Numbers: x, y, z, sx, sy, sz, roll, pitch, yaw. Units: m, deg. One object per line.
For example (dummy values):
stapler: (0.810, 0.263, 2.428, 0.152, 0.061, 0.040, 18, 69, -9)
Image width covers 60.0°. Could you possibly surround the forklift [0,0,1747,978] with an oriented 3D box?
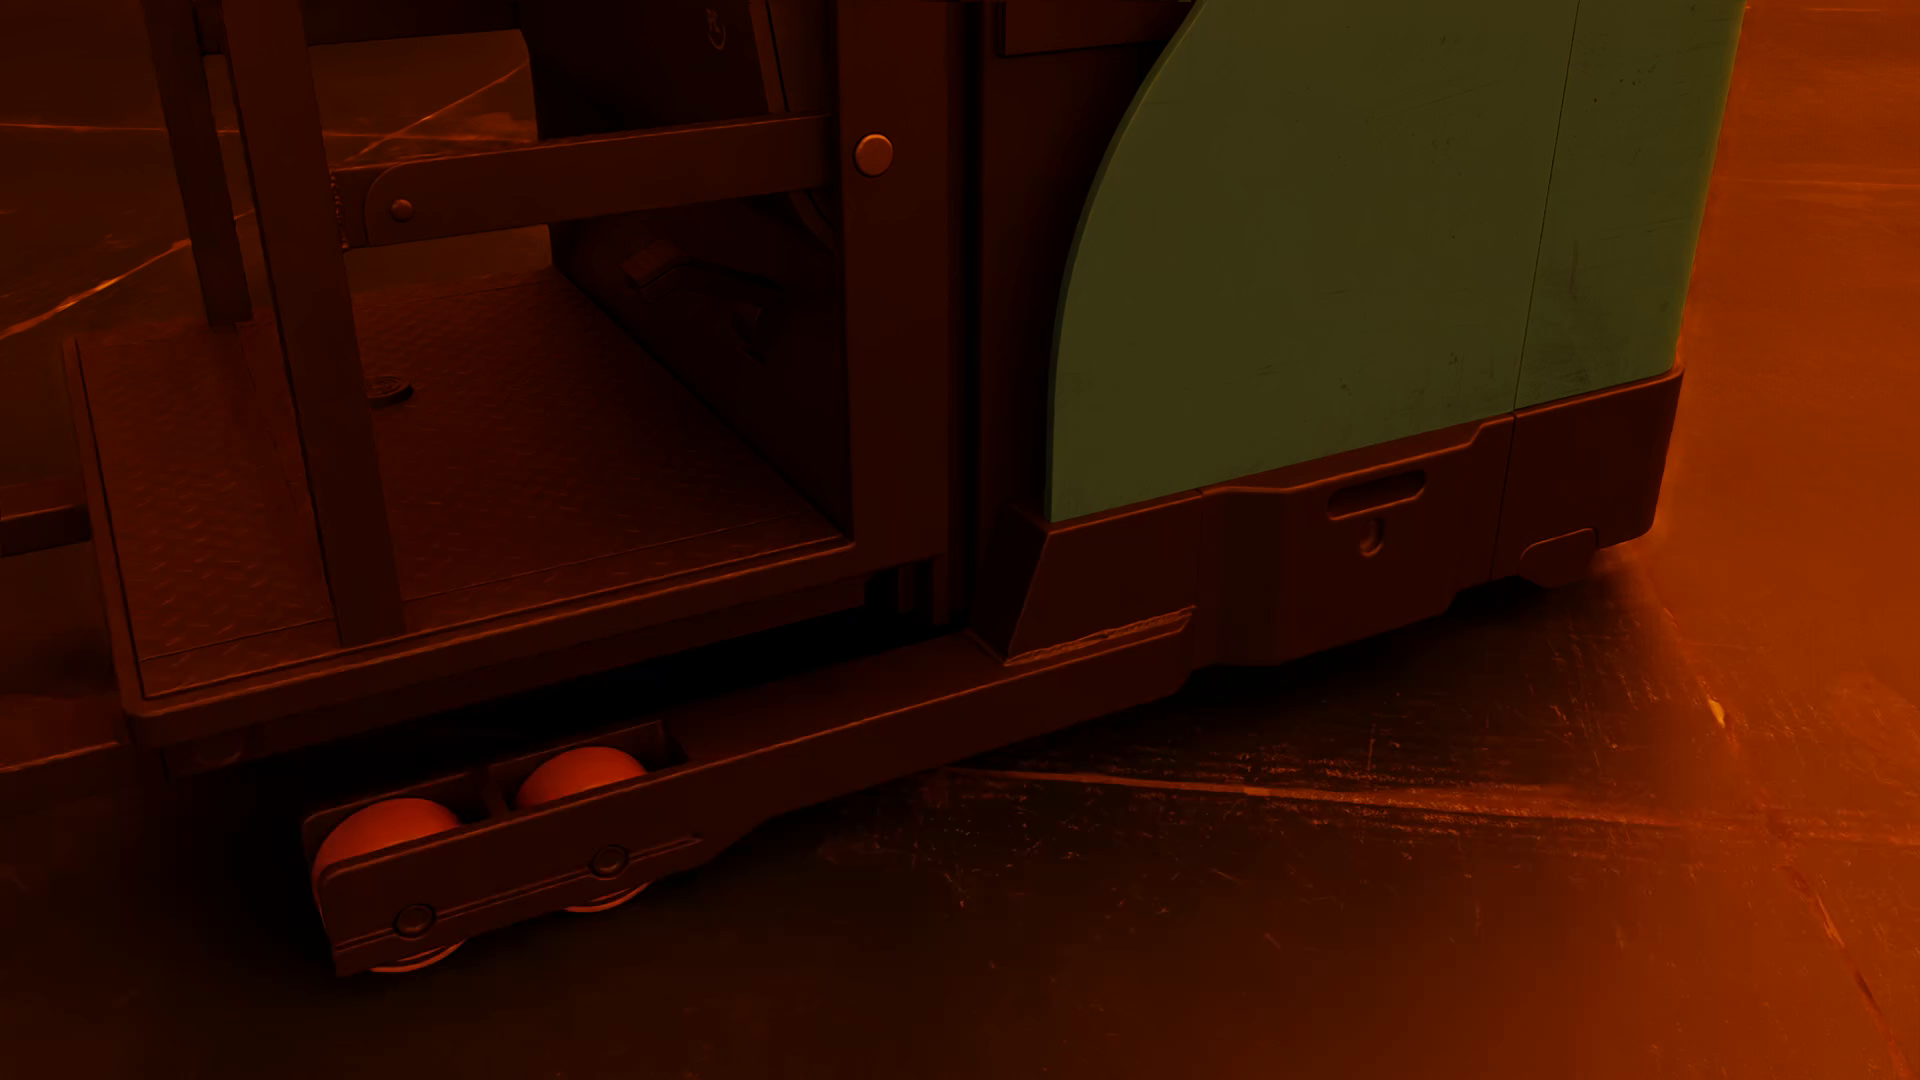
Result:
forklift: (-0.541, -1.155, 1.532, 3.031, 2.935, 1.130, -14, 30, -25)
